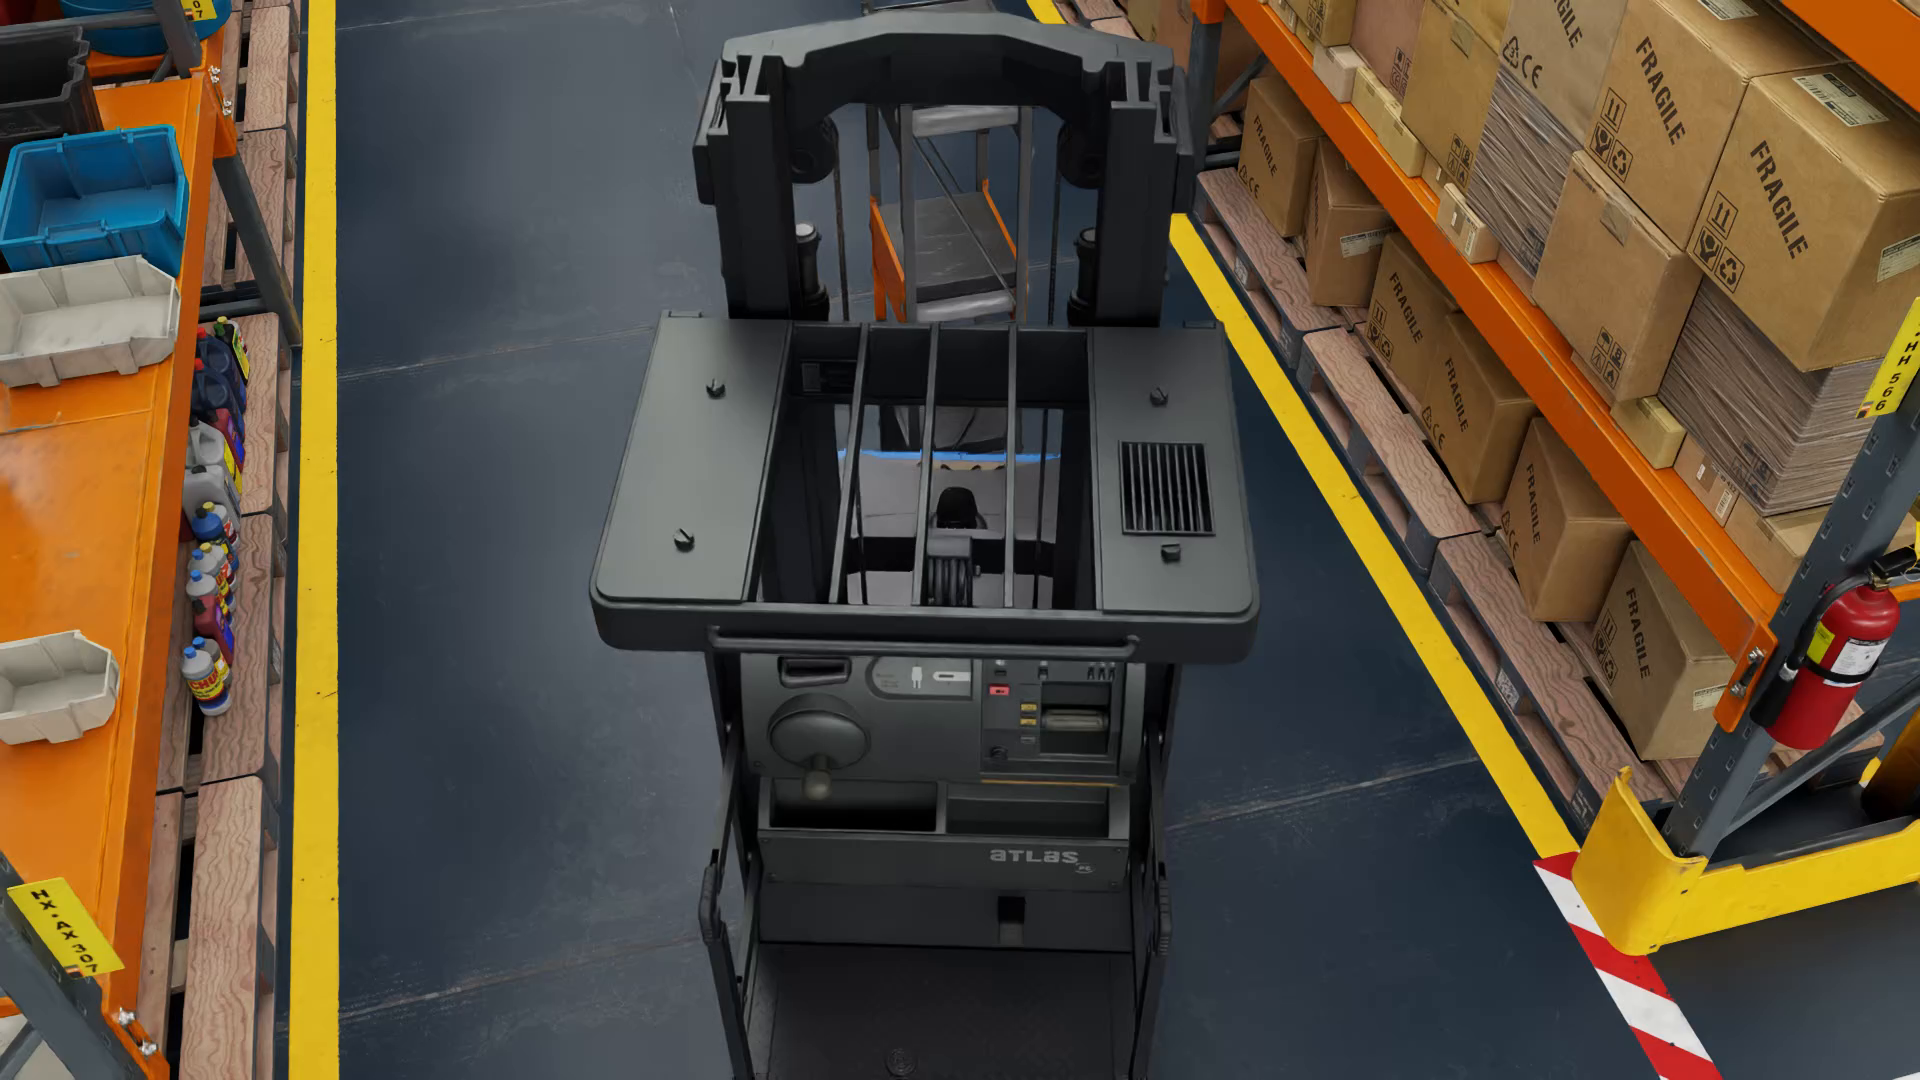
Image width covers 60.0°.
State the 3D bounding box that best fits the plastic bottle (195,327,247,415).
[{"bbox_3d":[-2.839,-0.648,6.331,0.144,0.351,0.185,-12,47,-11],"label":"plastic bottle"}]

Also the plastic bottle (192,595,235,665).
[{"bbox_3d":[-2.462,0.277,5.472,0.061,0.283,0.133,-10,46,-10],"label":"plastic bottle"}]

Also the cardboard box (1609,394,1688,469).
[{"bbox_3d":[2.079,-0.364,4.682,0.380,0.149,0.250,-11,47,-10],"label":"cardboard box"}]

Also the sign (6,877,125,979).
[{"bbox_3d":[-1.726,0.754,3.217,0.100,0.325,0.005,-11,47,-10],"label":"sign"}]

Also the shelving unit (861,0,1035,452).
[{"bbox_3d":[-0.042,-0.849,5.612,0.431,2.100,0.503,-11,47,-10],"label":"shelving unit"}]

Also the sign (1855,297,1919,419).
[{"bbox_3d":[1.987,-0.385,3.495,0.100,0.325,0.005,-11,47,-10],"label":"sign"}]

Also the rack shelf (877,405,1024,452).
[{"bbox_3d":[-0.042,-0.350,6.122,0.431,0.518,0.480,-11,47,-10],"label":"rack shelf"}]

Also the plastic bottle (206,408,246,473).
[{"bbox_3d":[-2.708,-0.387,6.123,0.061,0.283,0.133,-8,46,-8],"label":"plastic bottle"}]

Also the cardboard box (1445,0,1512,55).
[{"bbox_3d":[1.770,-1.817,4.952,0.500,0.500,0.500,-11,47,-10],"label":"cardboard box"}]

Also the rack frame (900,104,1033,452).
[{"bbox_3d":[0.020,-0.681,5.447,0.400,2.100,0.015,-11,47,-10],"label":"rack frame"}]

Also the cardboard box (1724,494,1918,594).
[{"bbox_3d":[2.256,-0.028,4.353,0.380,0.149,0.250,-11,47,-10],"label":"cardboard box"}]

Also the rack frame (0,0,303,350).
[{"bbox_3d":[-3.283,-1.813,5.927,1.000,3.000,0.127,-11,47,-10],"label":"rack frame"}]

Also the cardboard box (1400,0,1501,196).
[{"bbox_3d":[1.968,-1.505,5.346,0.875,0.500,0.500,-11,47,-10],"label":"cardboard box"}]

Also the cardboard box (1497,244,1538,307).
[{"bbox_3d":[1.921,-0.888,5.196,0.380,0.149,0.250,-11,47,-10],"label":"cardboard box"}]

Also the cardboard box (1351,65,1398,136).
[{"bbox_3d":[1.613,-1.569,5.863,0.380,0.149,0.250,-11,47,-10],"label":"cardboard box"}]

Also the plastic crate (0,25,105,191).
[{"bbox_3d":[-3.272,-1.407,5.572,0.767,0.338,0.504,-11,47,-10],"label":"plastic crate"}]

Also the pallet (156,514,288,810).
[{"bbox_3d":[-2.835,0.478,5.634,1.003,0.211,1.213,-11,47,-10],"label":"pallet"}]

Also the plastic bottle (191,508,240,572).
[{"bbox_3d":[-2.587,-0.005,5.757,0.097,0.271,0.097,0,46,0],"label":"plastic bottle"}]

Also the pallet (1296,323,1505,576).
[{"bbox_3d":[2.027,-0.442,6.535,1.003,0.211,1.213,-11,47,-10],"label":"pallet"}]

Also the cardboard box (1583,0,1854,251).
[{"bbox_3d":[2.016,-1.125,4.274,0.500,0.500,0.500,-11,47,-10],"label":"cardboard box"}]

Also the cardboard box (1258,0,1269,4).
[{"bbox_3d":[1.321,-2.252,6.533,0.380,0.149,0.250,-11,47,-10],"label":"cardboard box"}]

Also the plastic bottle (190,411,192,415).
[{"bbox_3d":[-2.927,-0.445,6.185,0.152,0.276,0.135,-11,47,-10],"label":"plastic bottle"}]

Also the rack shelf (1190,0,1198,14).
[{"bbox_3d":[0.993,-3.848,8.424,1.077,0.370,4.000,-11,47,-10],"label":"rack shelf"}]

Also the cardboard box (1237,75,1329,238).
[{"bbox_3d":[1.569,-1.707,7.279,0.500,0.500,0.500,-12,47,-12],"label":"cardboard box"}]

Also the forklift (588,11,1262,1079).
[{"bbox_3d":[-0.045,0.507,3.701,1.130,2.935,3.031,1,46,1],"label":"forklift"}]

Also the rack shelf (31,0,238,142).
[{"bbox_3d":[-3.795,-2.942,7.537,1.077,0.370,4.000,-11,47,-10],"label":"rack shelf"}]

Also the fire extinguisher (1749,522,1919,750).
[{"bbox_3d":[2.113,0.233,3.975,0.296,0.674,0.183,-11,47,-10],"label":"fire extinguisher"}]

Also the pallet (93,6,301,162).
[{"bbox_3d":[-3.837,-2.216,8.274,1.003,0.211,1.213,-11,47,-10],"label":"pallet"}]

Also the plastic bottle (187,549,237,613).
[{"bbox_3d":[-2.535,0.135,5.620,0.097,0.271,0.097,0,46,0],"label":"plastic bottle"}]

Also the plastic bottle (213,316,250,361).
[{"bbox_3d":[-2.889,-0.794,6.579,0.097,0.201,0.097,0,46,0],"label":"plastic bottle"}]

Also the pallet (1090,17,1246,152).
[{"bbox_3d":[1.304,-2.280,8.337,1.003,0.211,1.213,-11,47,-10],"label":"pallet"}]

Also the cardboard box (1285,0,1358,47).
[{"bbox_3d":[1.654,-2.184,6.012,0.875,0.500,0.500,-11,47,-10],"label":"cardboard box"}]

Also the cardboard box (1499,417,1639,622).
[{"bbox_3d":[2.199,-0.070,5.674,0.500,0.500,0.500,0,46,0],"label":"cardboard box"}]

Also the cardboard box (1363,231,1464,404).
[{"bbox_3d":[1.958,-0.899,6.487,0.500,0.500,0.500,-15,47,-14],"label":"cardboard box"}]

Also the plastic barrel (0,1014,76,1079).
[{"bbox_3d":[-2.501,1.232,4.390,0.421,0.512,0.421,0,46,0],"label":"plastic barrel"}]

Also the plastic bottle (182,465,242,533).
[{"bbox_3d":[-2.670,-0.153,5.899,0.152,0.276,0.135,-10,46,-10],"label":"plastic bottle"}]

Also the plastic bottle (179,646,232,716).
[{"bbox_3d":[-2.422,0.441,5.320,0.097,0.271,0.097,0,46,0],"label":"plastic bottle"}]

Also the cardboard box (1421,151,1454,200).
[{"bbox_3d":[1.774,-1.230,5.531,0.380,0.149,0.250,-11,47,-10],"label":"cardboard box"}]

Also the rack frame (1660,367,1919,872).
[{"bbox_3d":[2.529,0.043,4.108,1.000,3.000,0.127,-11,47,-10],"label":"rack frame"}]

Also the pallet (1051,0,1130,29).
[{"bbox_3d":[0.988,-3.124,9.164,1.003,0.211,1.213,-11,47,-10],"label":"pallet"}]

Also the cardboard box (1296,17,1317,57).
[{"bbox_3d":[1.485,-1.914,6.201,0.380,0.149,0.250,-11,47,-10],"label":"cardboard box"}]

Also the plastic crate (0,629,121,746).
[{"bbox_3d":[-2.177,0.364,3.978,0.298,0.136,0.250,-11,47,-10],"label":"plastic crate"}]

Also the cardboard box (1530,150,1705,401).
[{"bbox_3d":[2.171,-0.804,4.660,0.875,0.500,0.500,-11,47,-10],"label":"cardboard box"}]

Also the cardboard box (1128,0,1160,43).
[{"bbox_3d":[1.265,-2.758,8.295,0.700,0.500,0.500,-11,47,-11],"label":"cardboard box"}]
